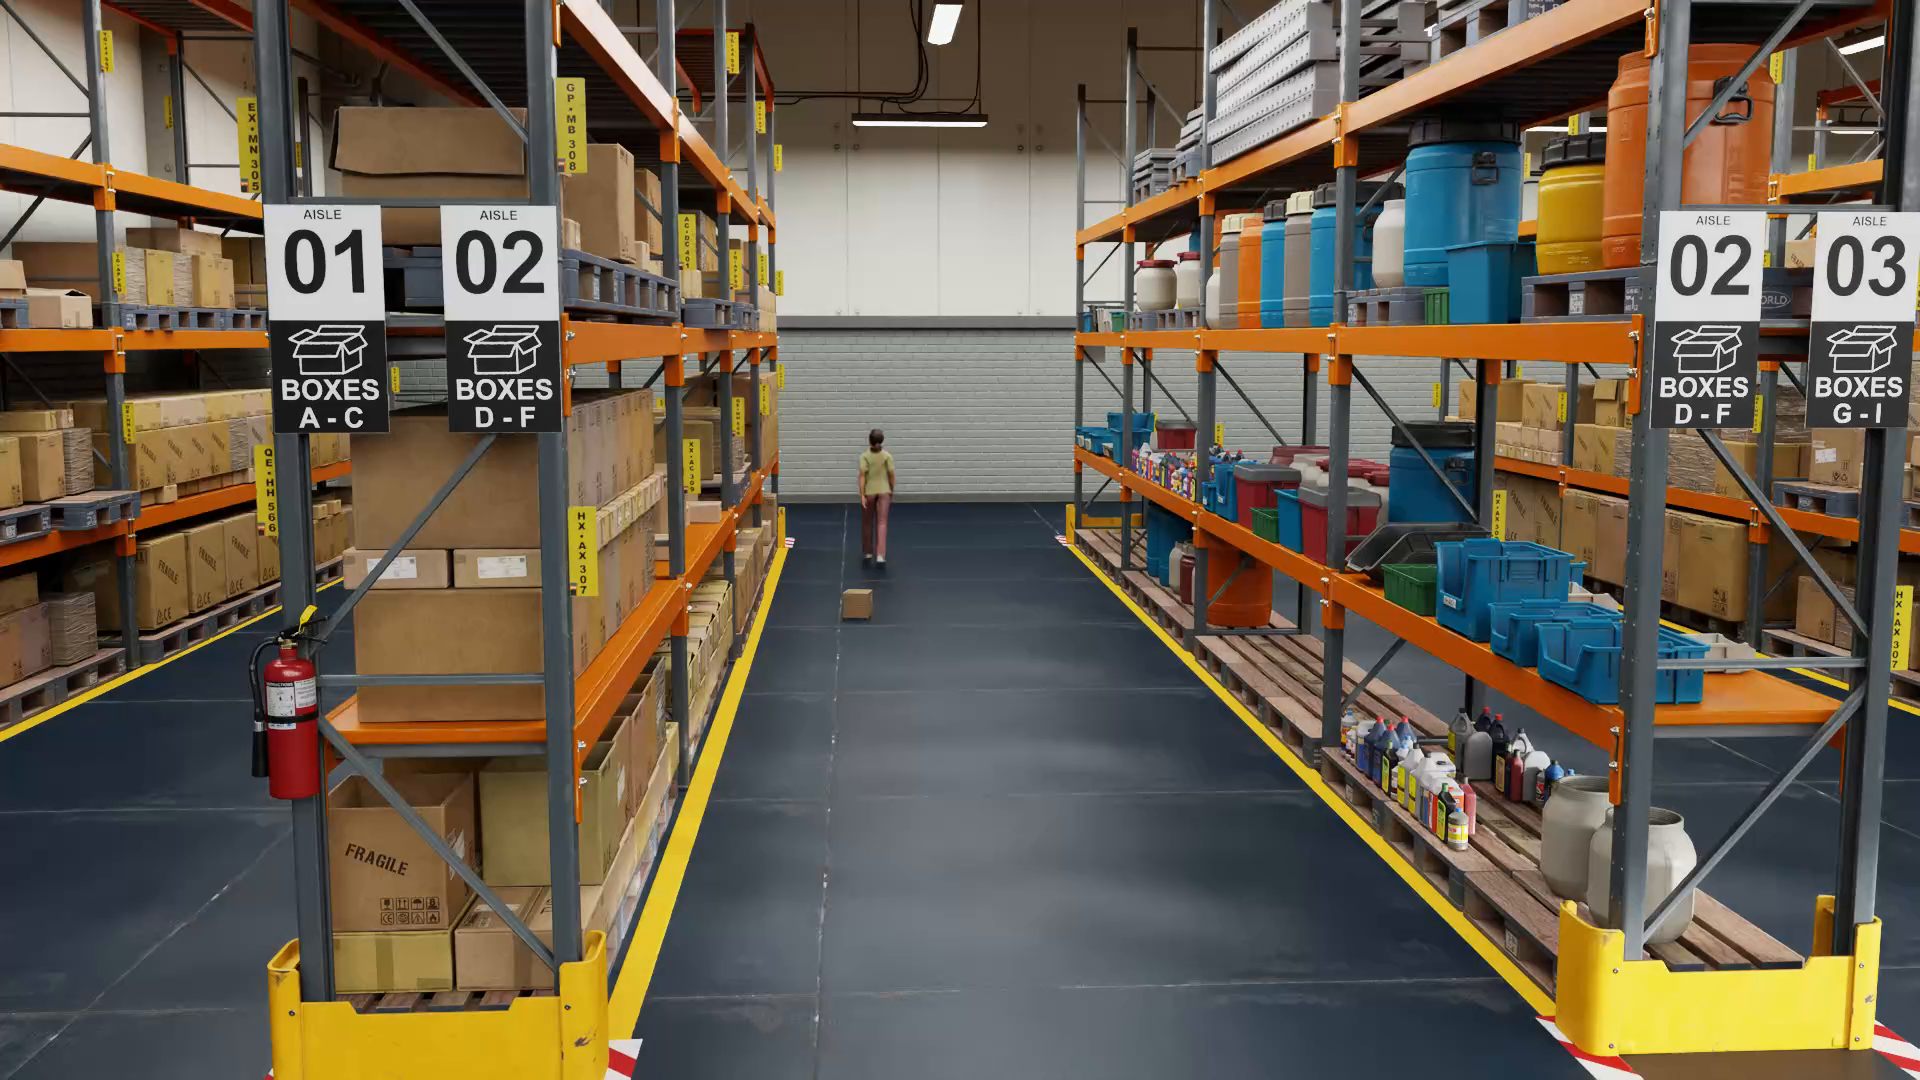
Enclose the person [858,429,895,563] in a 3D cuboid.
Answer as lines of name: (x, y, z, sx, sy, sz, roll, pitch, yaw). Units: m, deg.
person: (-1.018, -0.552, 20.231, 0.453, 1.611, 1.002, -1, 7, -5)
